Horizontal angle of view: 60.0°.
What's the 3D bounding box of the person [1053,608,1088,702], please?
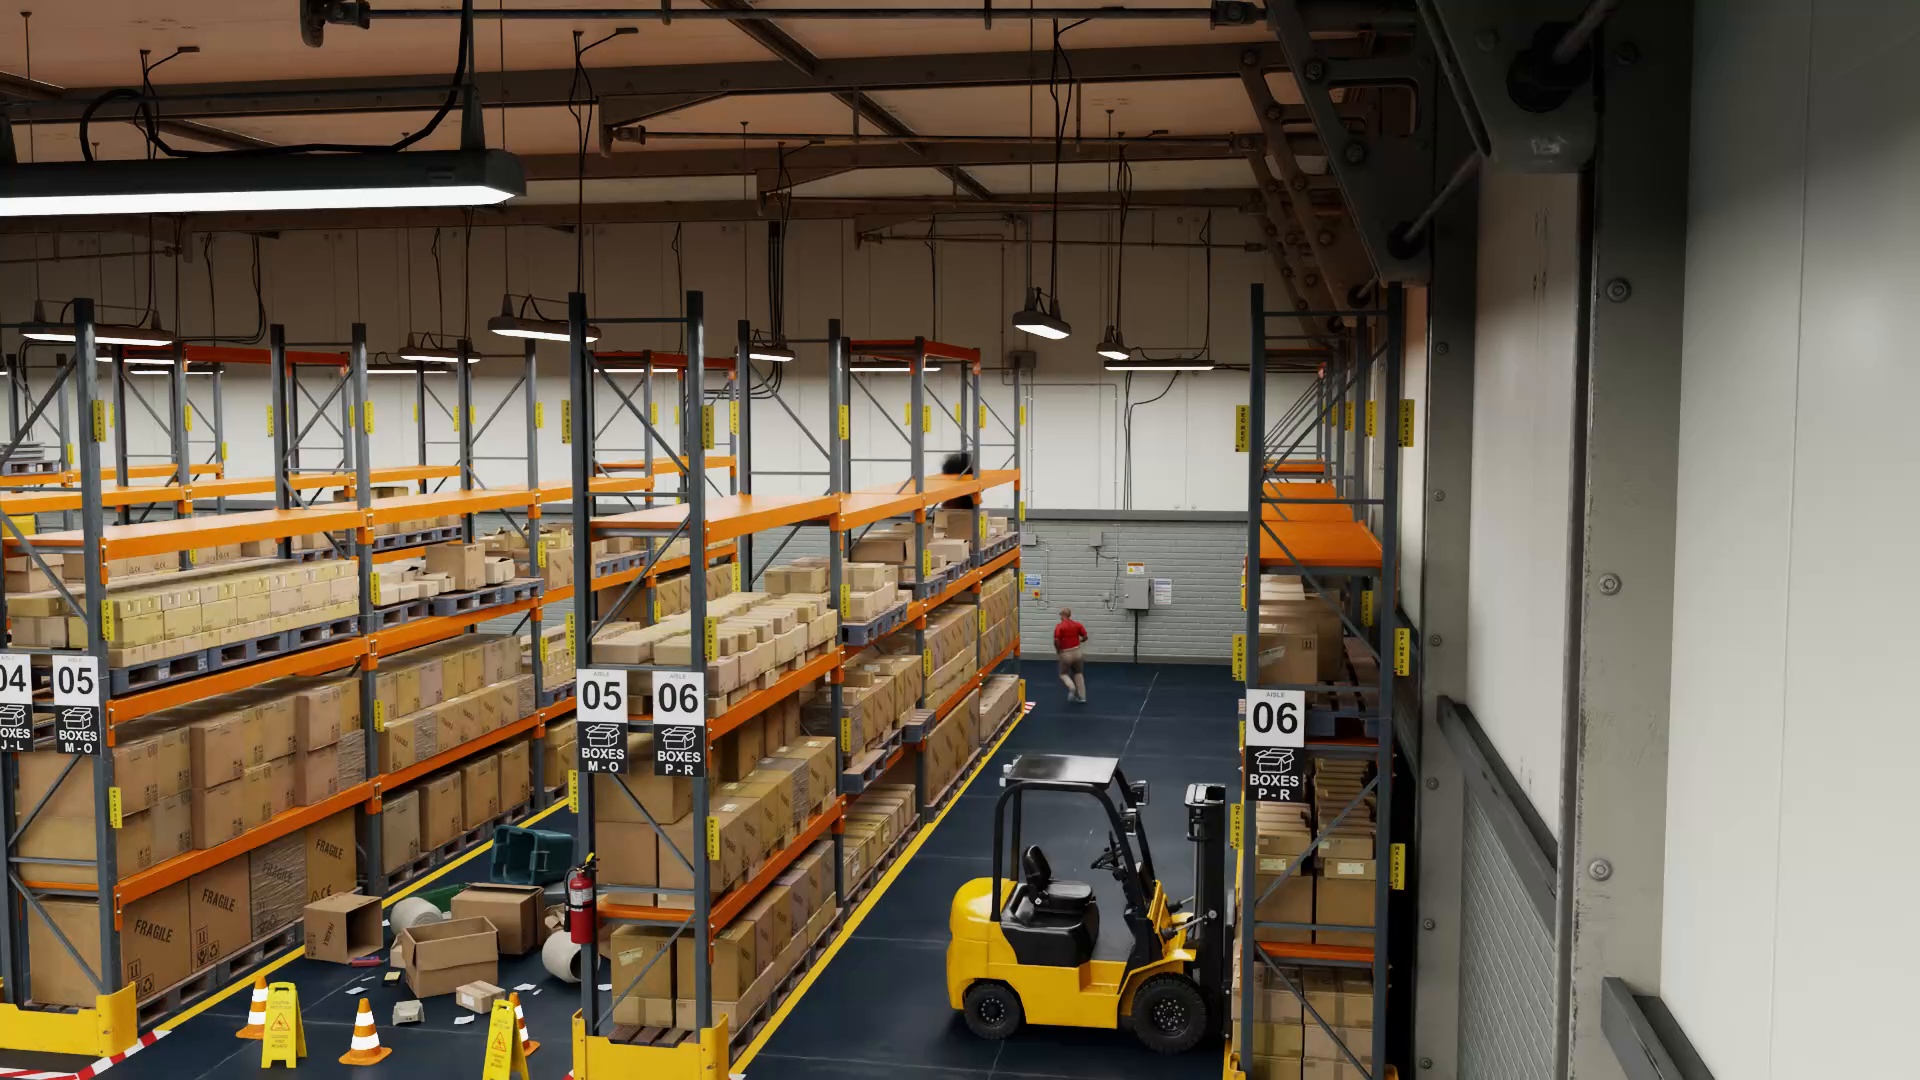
[{"bbox_3d":[1.885,2.009,29.036,0.665,1.652,0.574,-1,5,-15],"label":"person"}]
